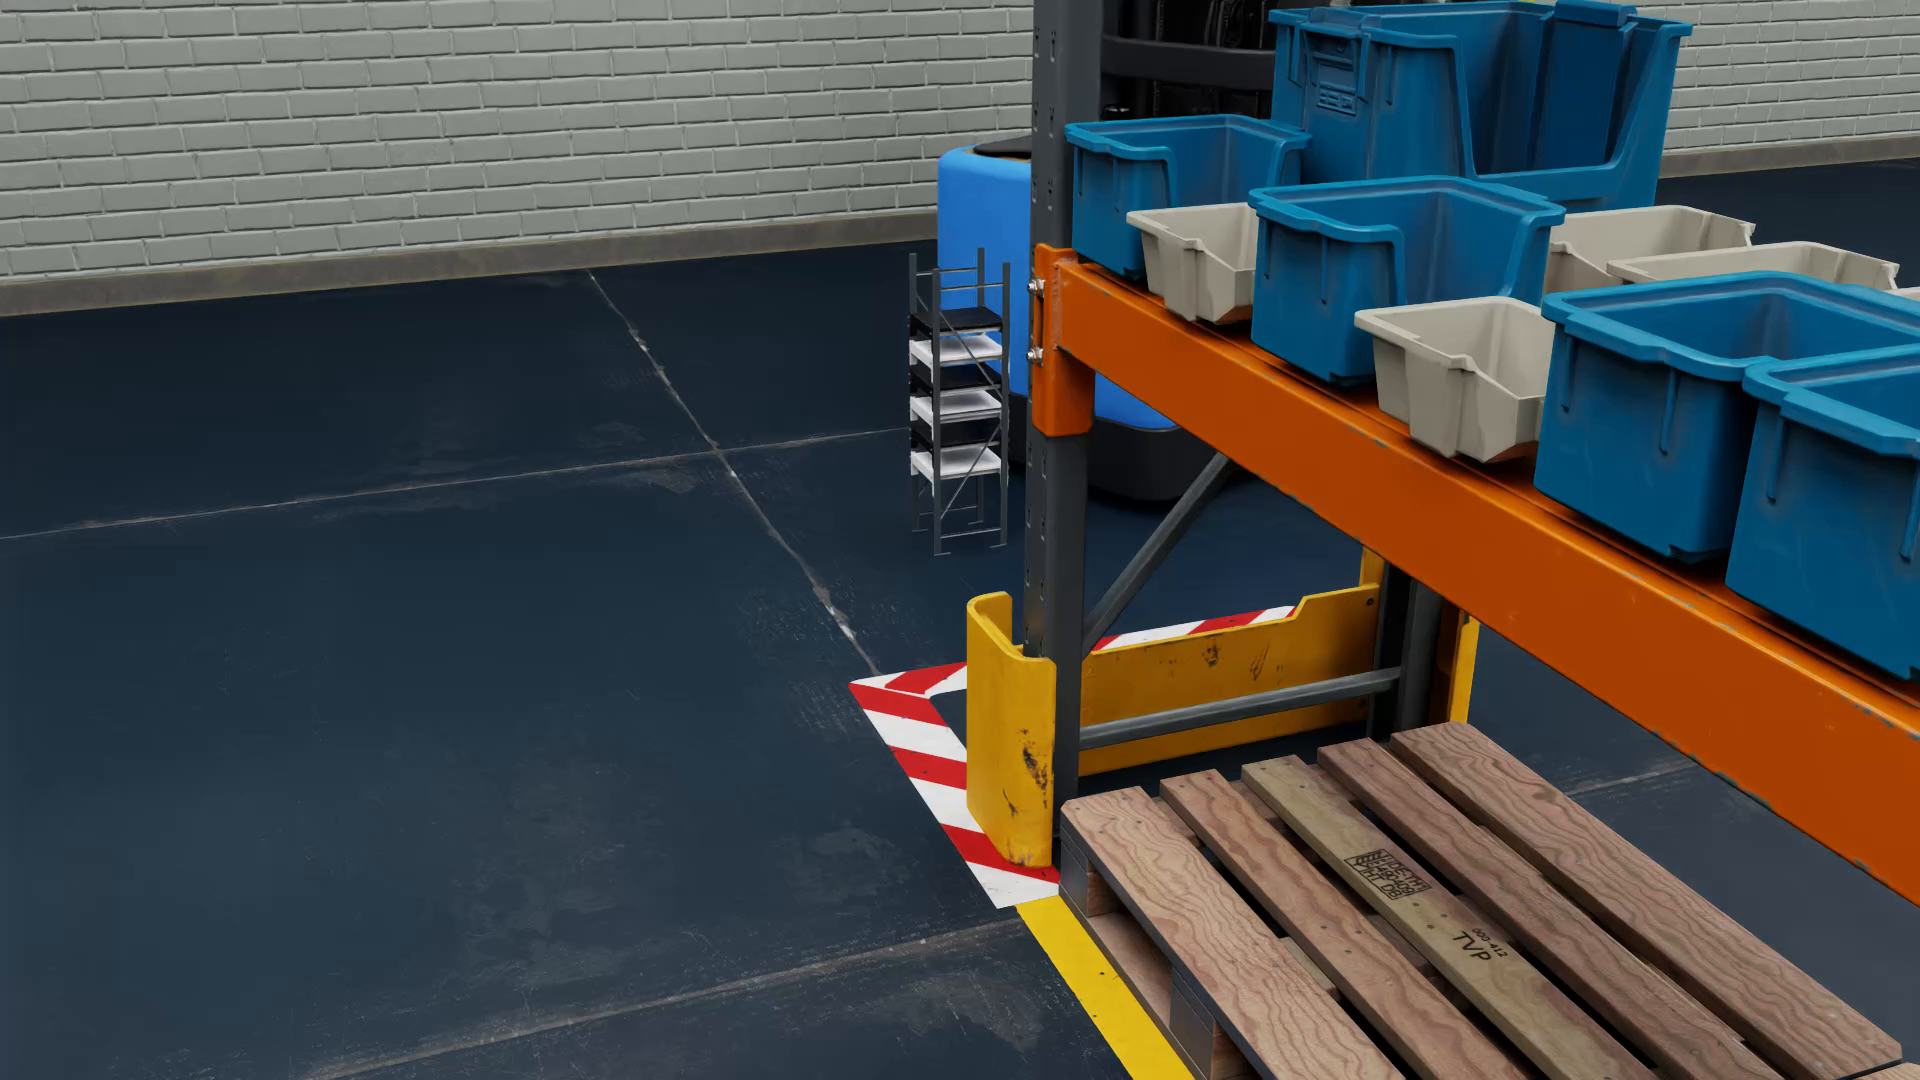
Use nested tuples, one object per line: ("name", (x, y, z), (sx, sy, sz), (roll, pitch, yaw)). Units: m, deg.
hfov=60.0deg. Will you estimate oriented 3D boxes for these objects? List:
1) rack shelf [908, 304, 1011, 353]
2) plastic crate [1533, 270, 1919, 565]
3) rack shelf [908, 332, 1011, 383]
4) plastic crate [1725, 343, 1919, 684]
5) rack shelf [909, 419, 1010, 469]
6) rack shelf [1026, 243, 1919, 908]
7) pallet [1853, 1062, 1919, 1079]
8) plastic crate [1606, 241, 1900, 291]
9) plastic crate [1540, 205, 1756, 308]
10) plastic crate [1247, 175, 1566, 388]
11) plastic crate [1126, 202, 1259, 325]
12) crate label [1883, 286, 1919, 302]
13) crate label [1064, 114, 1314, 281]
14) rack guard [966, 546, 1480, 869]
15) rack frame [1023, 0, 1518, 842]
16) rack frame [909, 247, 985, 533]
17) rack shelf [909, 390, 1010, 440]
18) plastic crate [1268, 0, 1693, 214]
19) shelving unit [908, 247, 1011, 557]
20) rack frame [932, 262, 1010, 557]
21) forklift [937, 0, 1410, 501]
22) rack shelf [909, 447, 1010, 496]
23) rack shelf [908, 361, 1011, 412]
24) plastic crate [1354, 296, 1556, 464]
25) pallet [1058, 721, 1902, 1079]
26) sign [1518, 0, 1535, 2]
("rack shelf", (-0.003, -0.636, 4.990), (0.258, 0.077, 0.200), (-8, 24, -19))
("plastic crate", (0.868, -0.141, 1.860), (0.416, 0.233, 0.300), (-8, 24, -19))
("rack shelf", (-0.003, -0.553, 5.025), (0.258, 0.077, 0.200), (-8, 24, -19))
("plastic crate", (0.974, -0.032, 1.601), (0.416, 0.233, 0.300), (-8, 24, -19))
("rack shelf", (-0.003, -0.304, 5.130), (0.258, 0.077, 0.200), (-8, 24, -19))
("rack shelf", (1.331, 0.255, 1.710), (1.077, 0.370, 4.000), (-8, 24, -19))
("pallet", (1.306, 1.229, 2.062), (1.003, 0.211, 1.213), (-8, 24, -19))
("plastic crate", (1.170, -0.331, 2.435), (0.396, 0.136, 0.243), (-8, 24, -19))
("plastic crate", (1.081, -0.438, 2.690), (0.396, 0.136, 0.243), (-8, 24, -19))
("plastic crate", (0.636, -0.380, 2.428), (0.416, 0.233, 0.300), (-8, 24, -19))
("plastic crate", (0.439, -0.447, 2.710), (0.250, 0.136, 0.298), (-8, 24, -19))
("crate label", (1.292, -0.233, 2.203), (0.396, 0.136, 0.243), (-8, 24, -19))
("crate label", (0.403, -0.619, 2.995), (0.416, 0.233, 0.303), (-8, 24, -19))
("rack guard", (0.603, 0.341, 3.796), (1.175, 0.500, 0.348), (-8, 24, -19))
("rack frame", (0.624, -0.804, 3.294), (1.000, 3.000, 0.127), (-8, 24, -19))
("rack frame", (-0.039, -0.455, 5.170), (0.240, 0.900, 0.006), (-8, 24, -19))
("rack shelf", (-0.003, -0.387, 5.095), (0.258, 0.077, 0.200), (-8, 24, -19))
("plastic crate", (0.917, -0.751, 3.048), (0.616, 0.435, 0.499), (-8, 24, -19))
("shelving unit", (-0.003, -0.418, 5.082), (0.258, 0.900, 0.210), (-8, 24, -19))
("rack frame", (0.033, -0.381, 4.995), (0.240, 0.900, 0.006), (-8, 24, -19))
("forklift", (1.283, -1.960, 6.127), (1.130, 2.935, 3.031), (20, 30, 39))
("rack shelf", (-0.003, -0.221, 5.165), (0.258, 0.077, 0.200), (-8, 24, -19))
("rack shelf", (-0.003, -0.470, 5.060), (0.258, 0.077, 0.200), (-8, 24, -19))
("plastic crate", (0.679, -0.200, 2.126), (0.250, 0.136, 0.298), (-8, 24, -19))
("pallet", (0.879, 0.786, 3.112), (1.003, 0.211, 1.213), (-8, 24, -19))
("sign", (1.133, -0.960, 3.456), (0.100, 0.325, 0.005), (-8, 24, -19))
